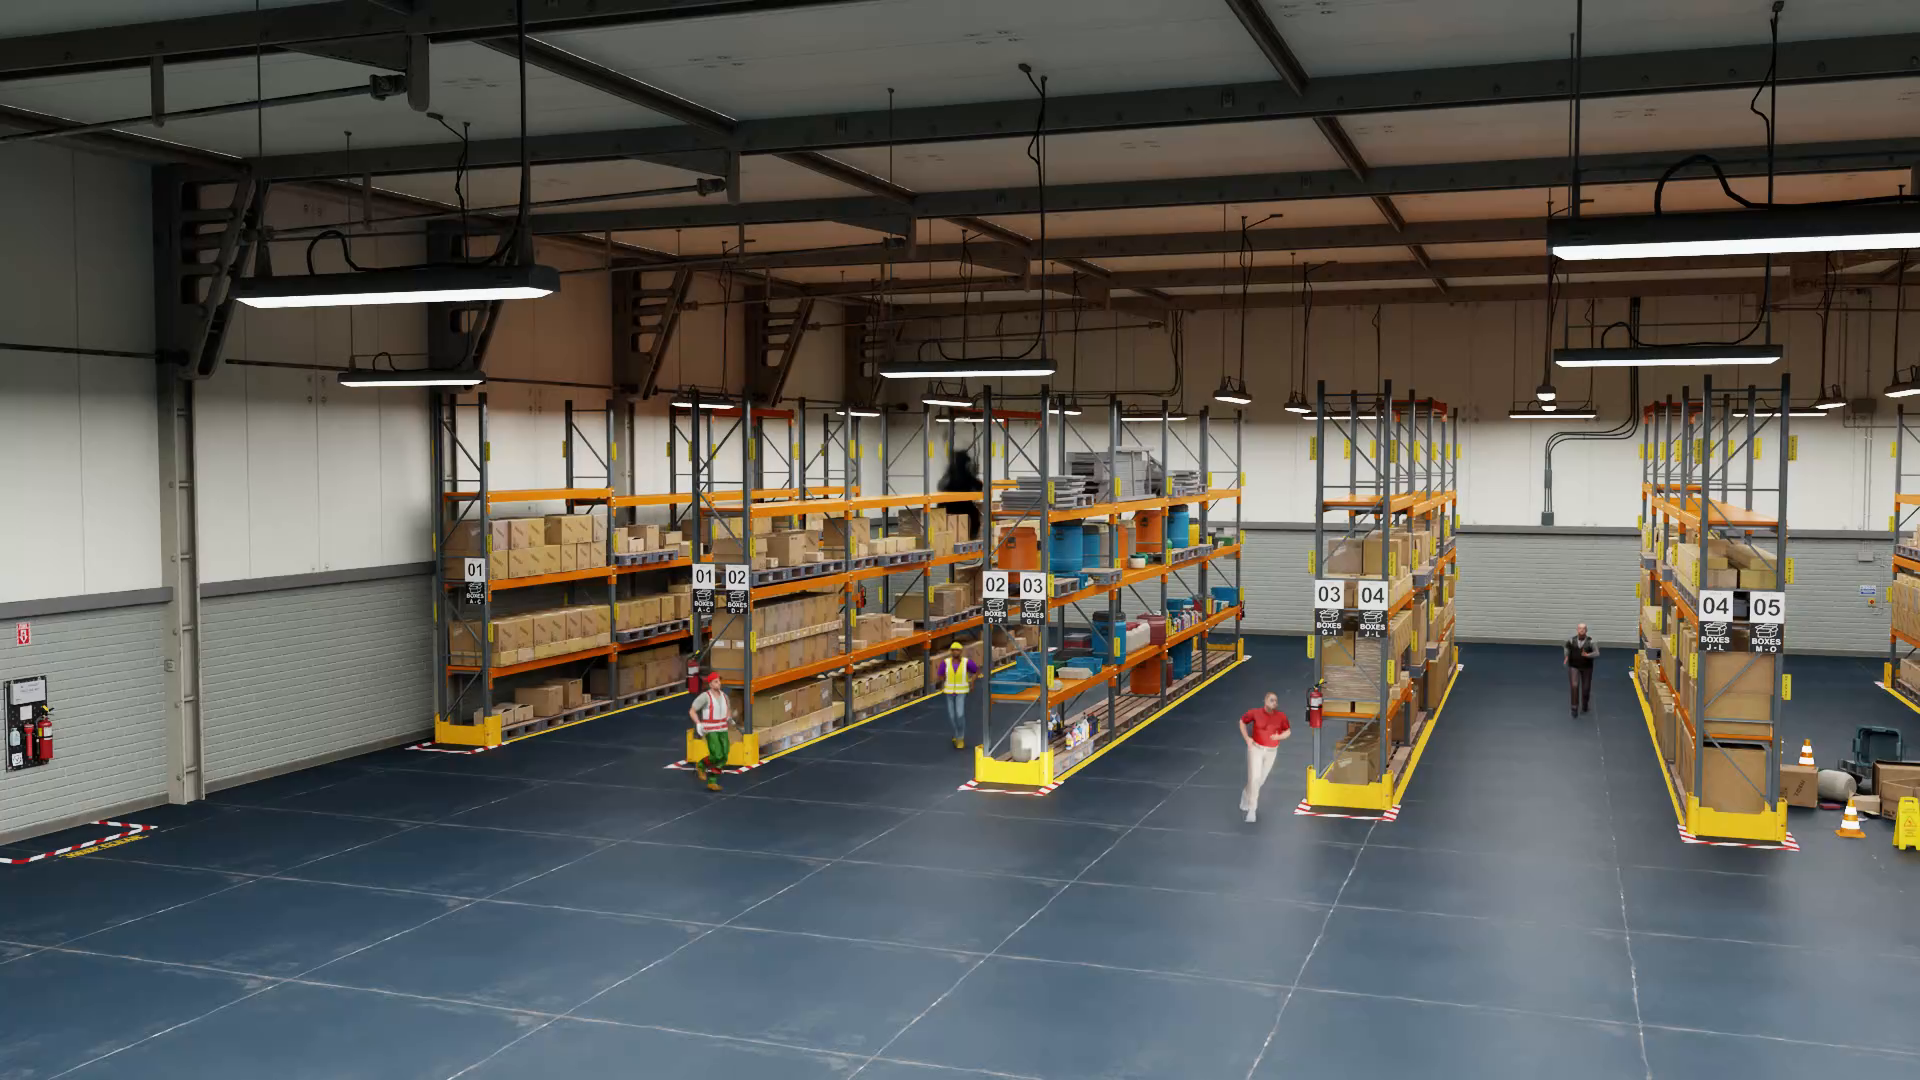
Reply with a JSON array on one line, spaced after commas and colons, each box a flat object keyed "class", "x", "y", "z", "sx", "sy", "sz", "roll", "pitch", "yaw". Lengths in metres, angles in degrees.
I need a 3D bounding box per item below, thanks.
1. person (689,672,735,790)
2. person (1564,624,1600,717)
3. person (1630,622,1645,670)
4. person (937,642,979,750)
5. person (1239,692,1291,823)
[{"class": "person", "x": -3.611, "y": 2.828, "z": 24.574, "sx": 0.596, "sy": 1.742, "sz": 0.657, "roll": 3, "pitch": 4, "yaw": 43}, {"class": "person", "x": 11.741, "y": 2.437, "z": 31.445, "sx": 0.659, "sy": 1.713, "sz": 0.948, "roll": 1, "pitch": 3, "yaw": 23}, {"class": "person", "x": 15.768, "y": 2.090, "z": 37.873, "sx": 0.902, "sy": 1.799, "sz": 0.744, "roll": 0, "pitch": 3, "yaw": 9}, {"class": "person", "x": -0.061, "y": 2.629, "z": 28.090, "sx": 0.673, "sy": 1.811, "sz": 0.706, "roll": 1, "pitch": 3, "yaw": 12}, {"class": "person", "x": 4.172, "y": 2.954, "z": 22.868, "sx": 0.739, "sy": 1.747, "sz": 0.862, "roll": -1, "pitch": 3, "yaw": -11}]
